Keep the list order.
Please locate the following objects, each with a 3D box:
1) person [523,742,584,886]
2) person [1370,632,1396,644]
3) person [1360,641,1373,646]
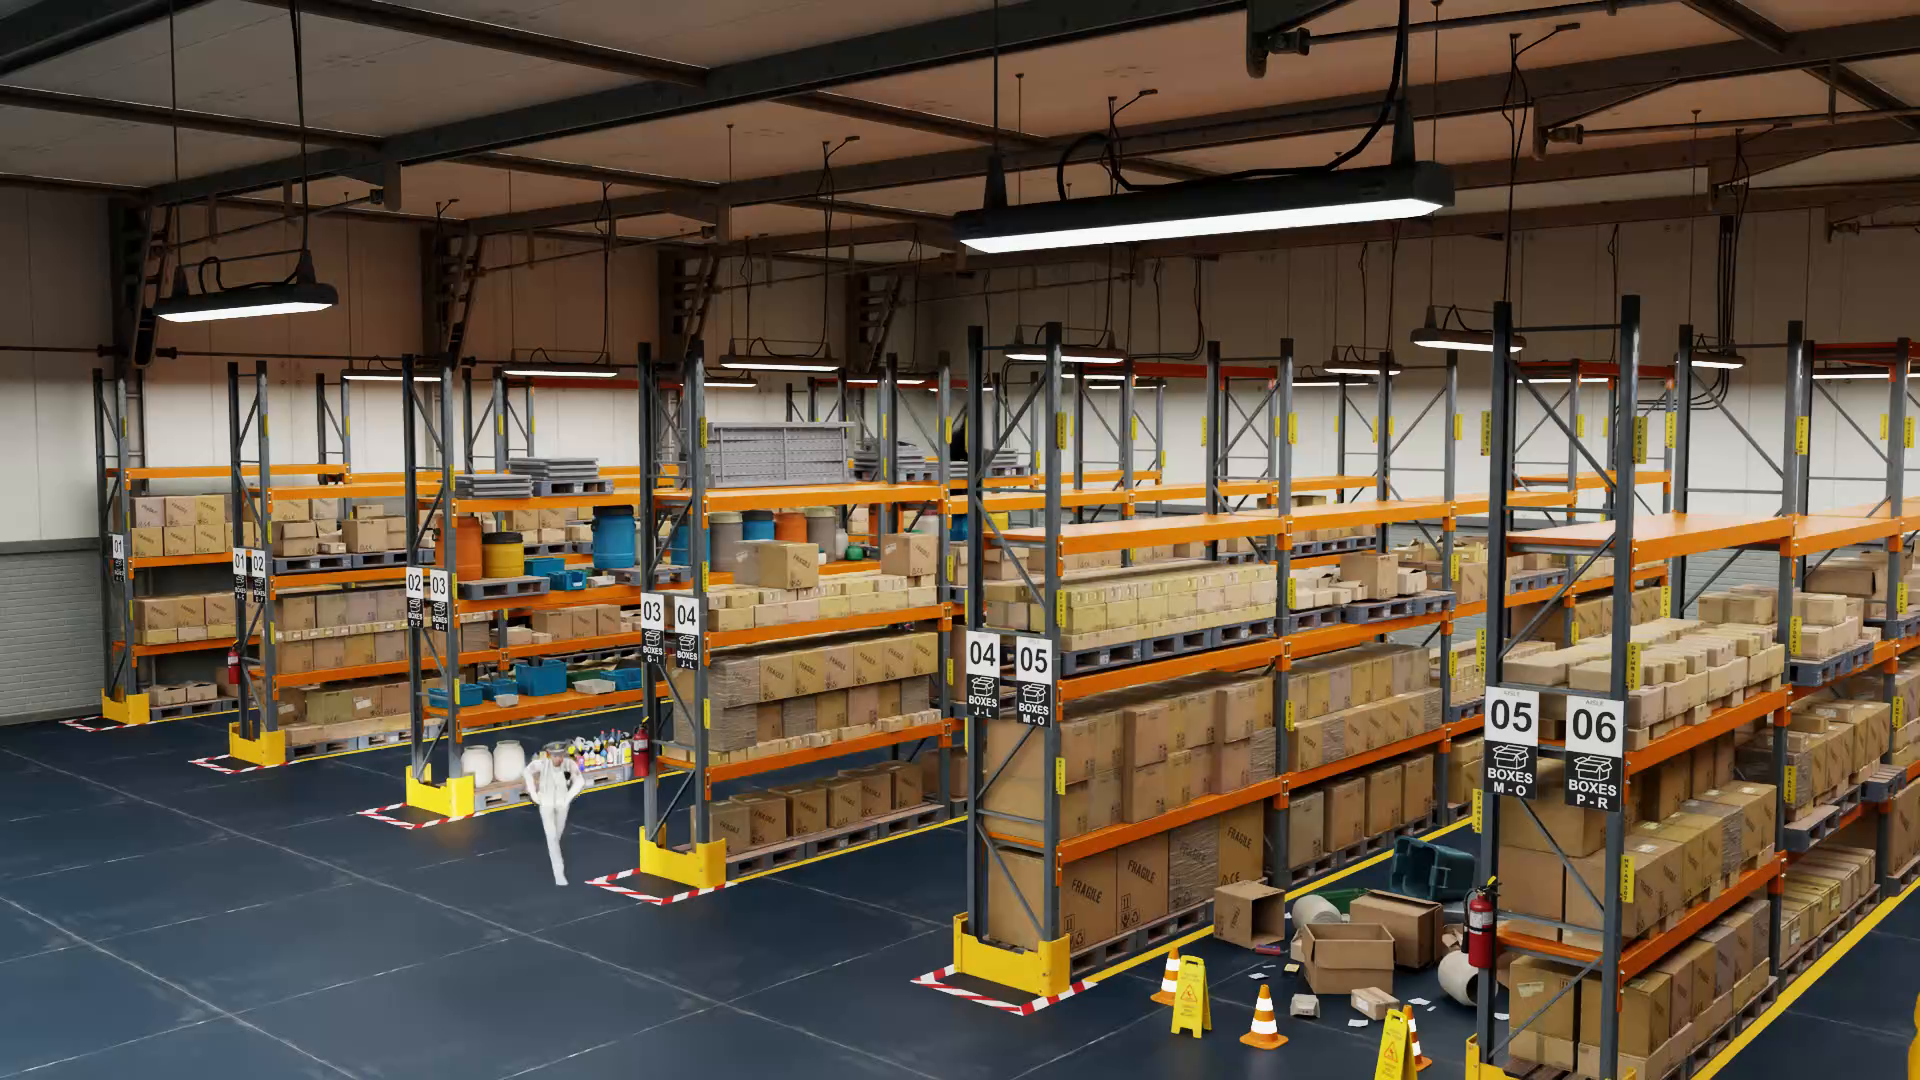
[{"bbox_3d":[-4.581,3.017,18.753,0.655,1.622,0.980,-1,4,-17],"label":"person"},{"bbox_3d":[8.010,1.995,31.572,0.511,1.814,0.688,3,5,33],"label":"person"},{"bbox_3d":[6.716,2.414,26.958,0.575,1.617,0.864,3,5,36],"label":"person"}]
